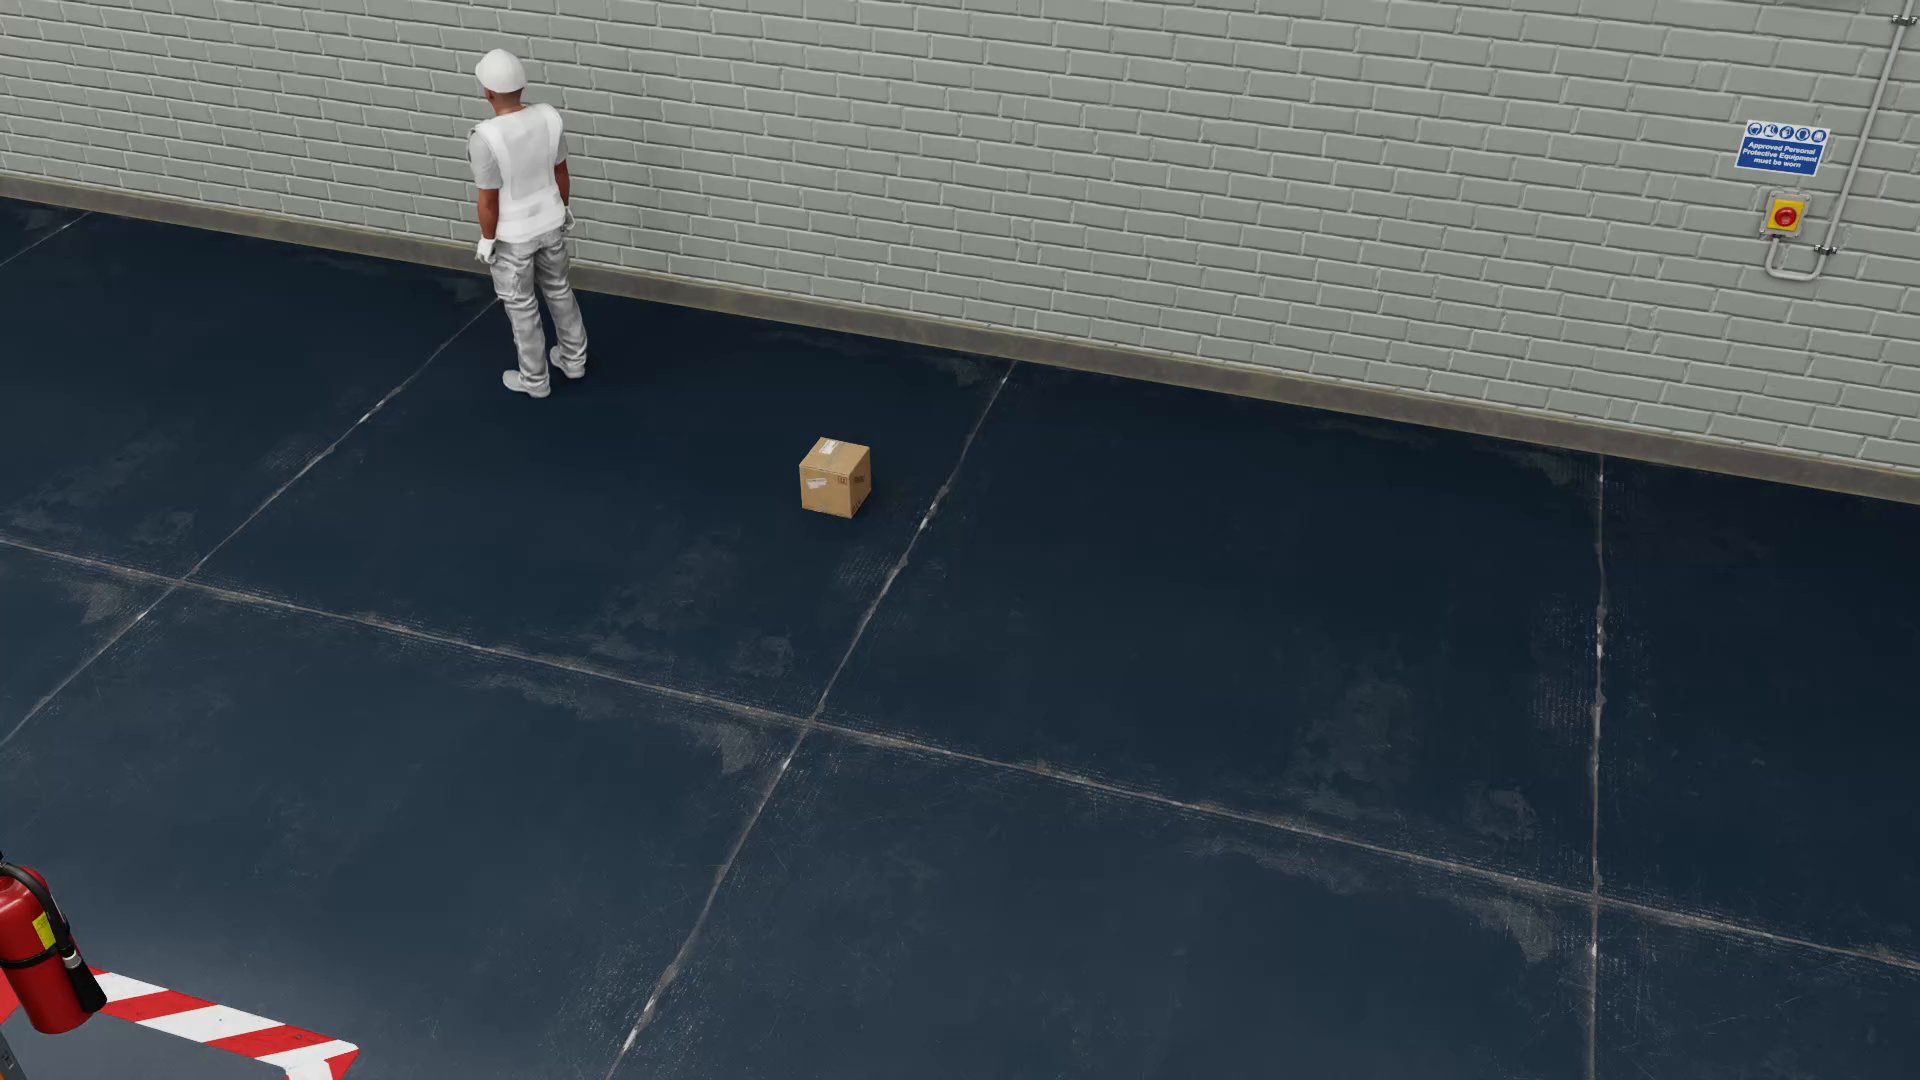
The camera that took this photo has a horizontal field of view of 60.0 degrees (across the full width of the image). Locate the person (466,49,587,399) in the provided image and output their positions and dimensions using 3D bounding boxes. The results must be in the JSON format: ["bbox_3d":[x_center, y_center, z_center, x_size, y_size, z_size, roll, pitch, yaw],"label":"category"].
[{"bbox_3d":[-2.159,-1.553,8.209,0.386,1.789,0.552,27,44,31],"label":"person"}]
